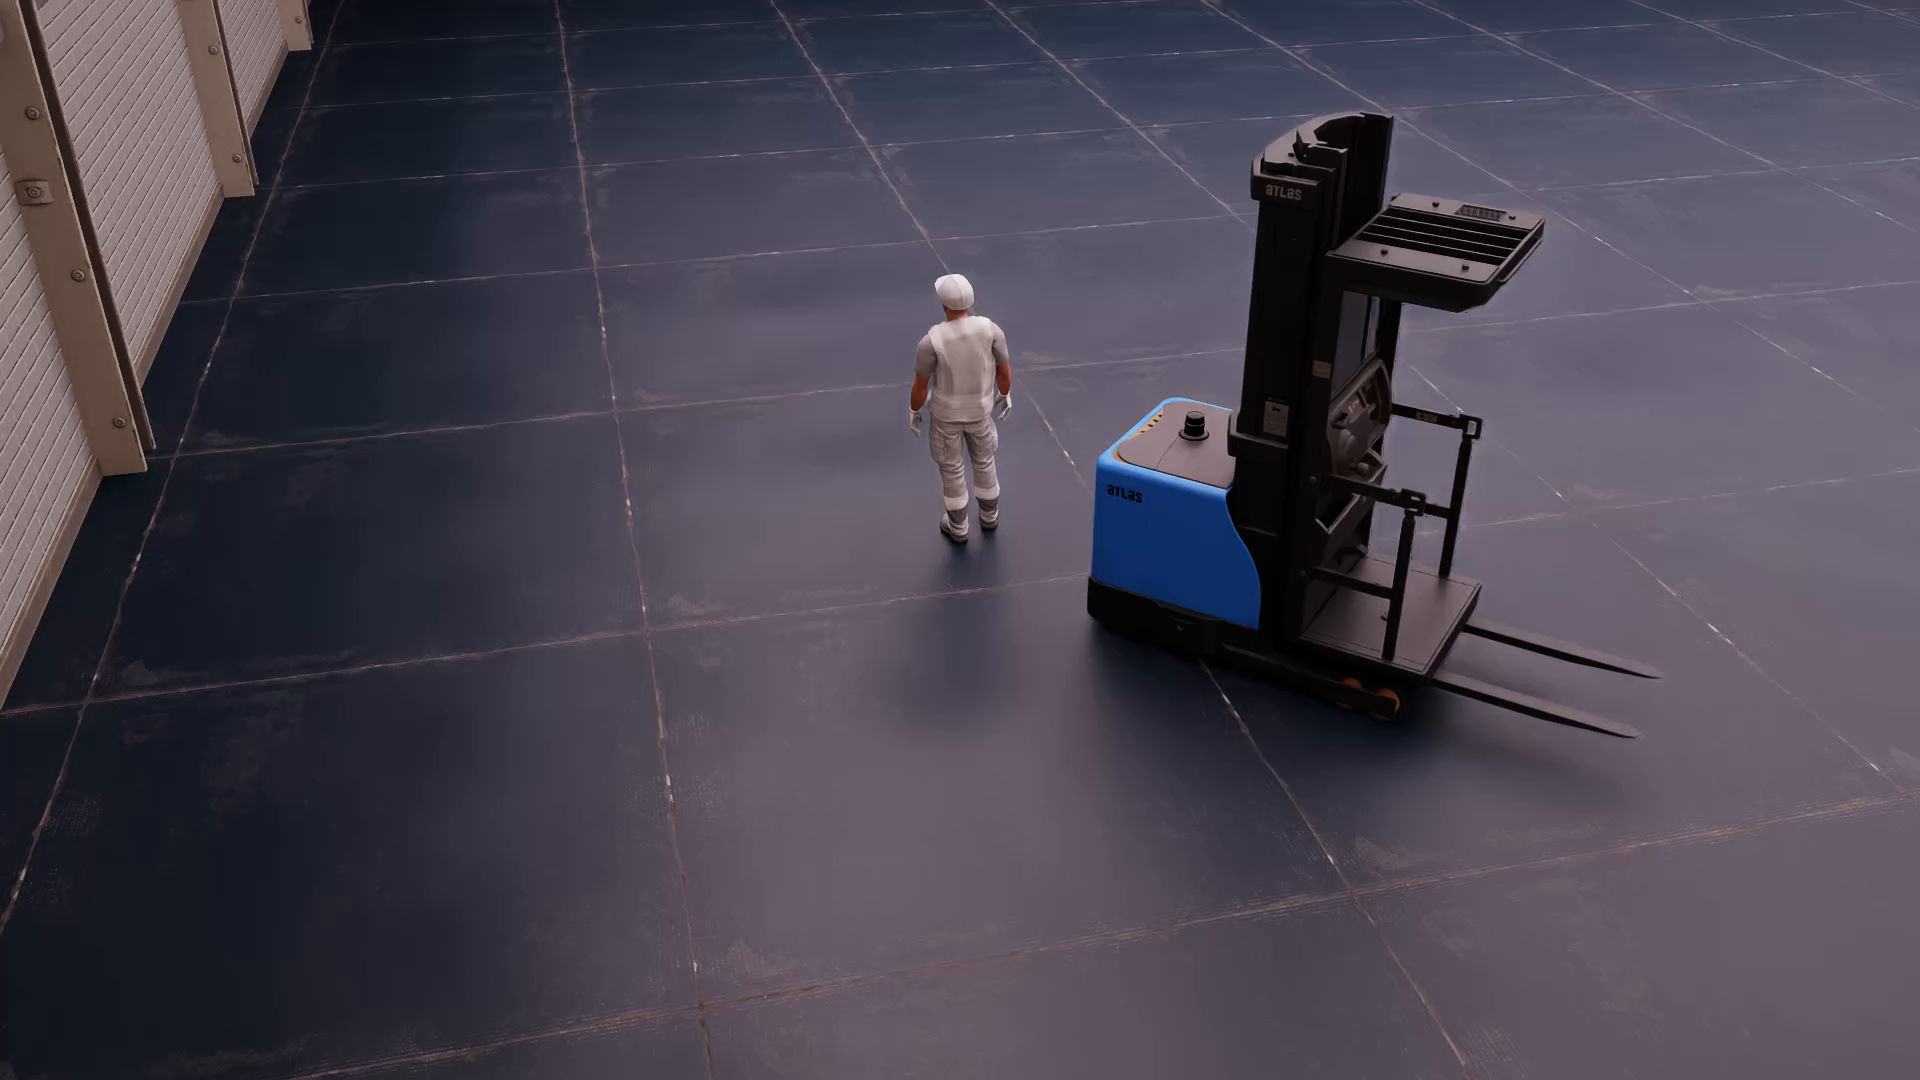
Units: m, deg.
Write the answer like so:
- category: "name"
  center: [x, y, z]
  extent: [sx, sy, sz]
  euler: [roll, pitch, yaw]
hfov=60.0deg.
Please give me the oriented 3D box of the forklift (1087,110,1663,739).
- category: "forklift"
  center: [2.267, -0.616, 8.638]
  extent: [3.031, 2.935, 1.130]
  euler: [17, 34, 26]

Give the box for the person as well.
- category: "person"
  center: [-0.007, -0.821, 10.118]
  extent: [0.638, 1.787, 0.564]
  euler: [-7, 31, -12]
